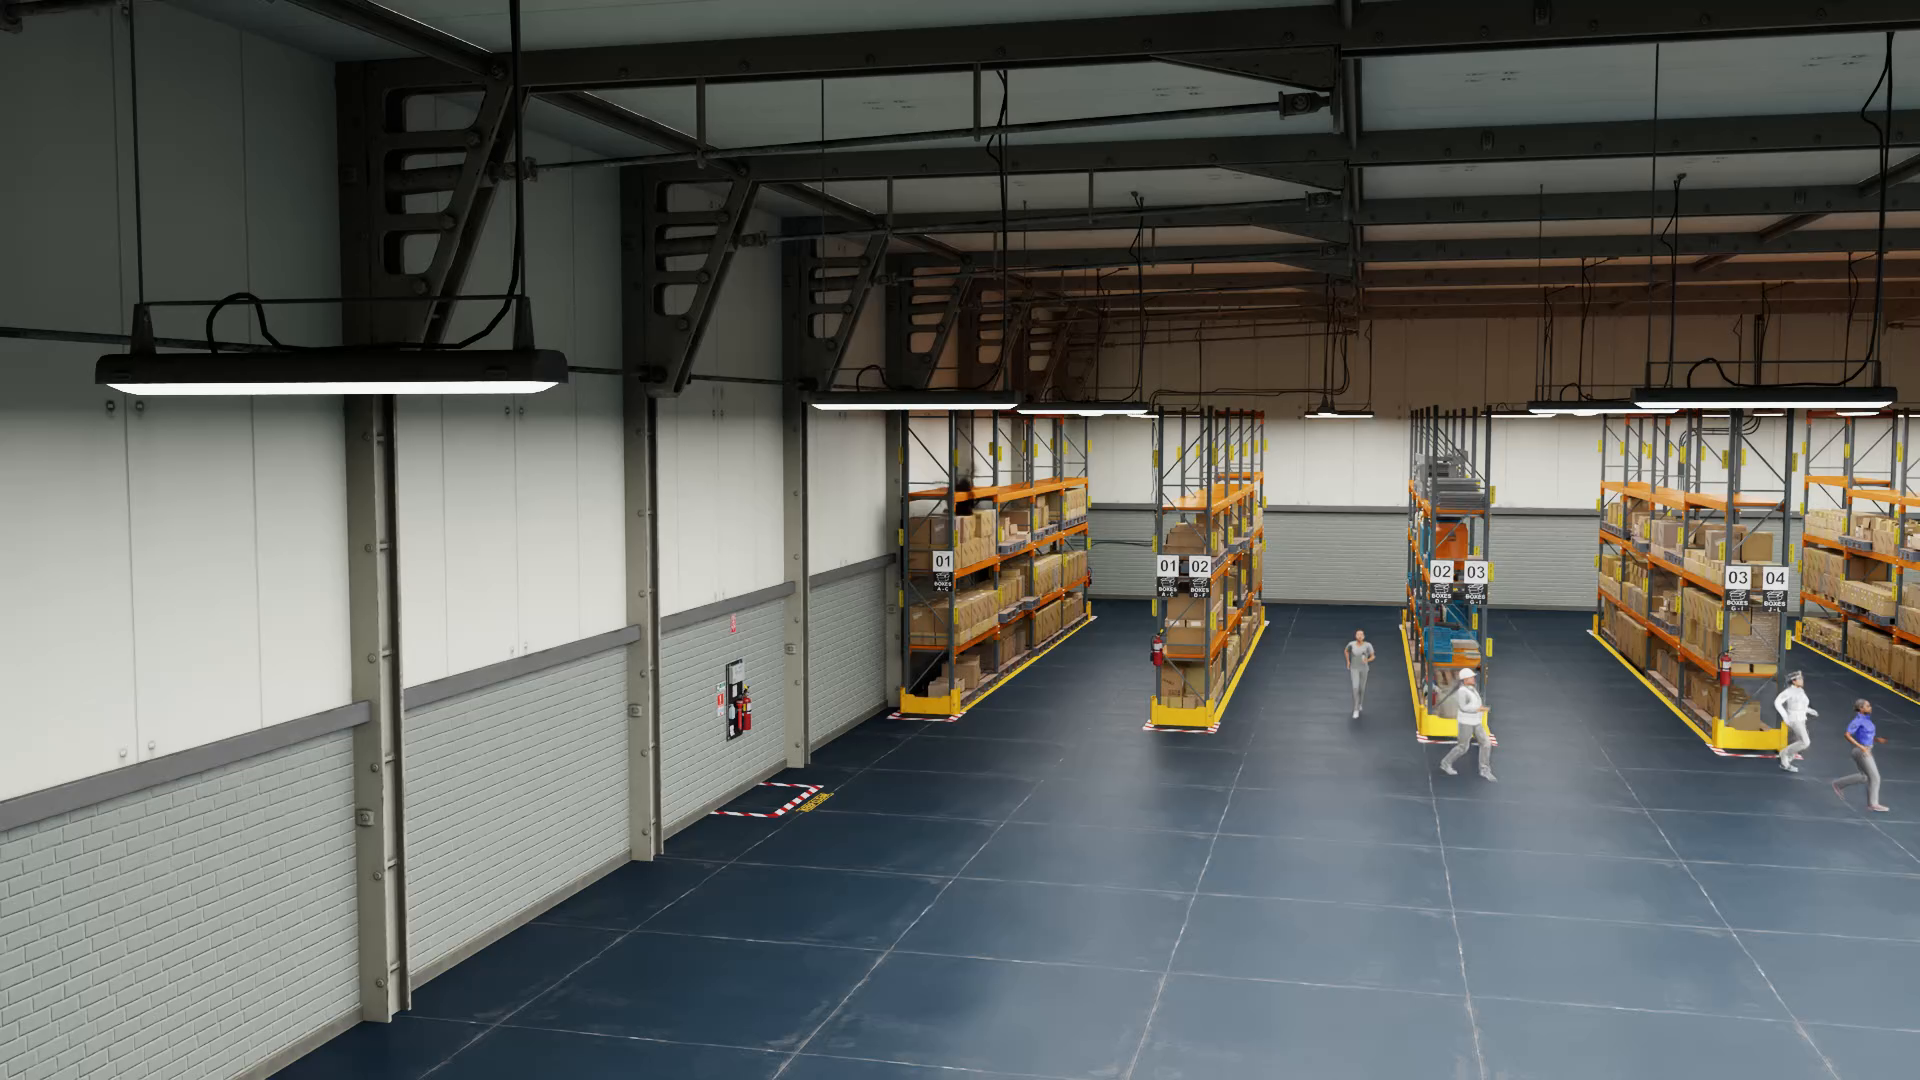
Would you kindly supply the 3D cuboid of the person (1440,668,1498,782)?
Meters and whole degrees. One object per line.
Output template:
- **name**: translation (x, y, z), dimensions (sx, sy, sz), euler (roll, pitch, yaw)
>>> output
- **person**: translation (8.143, 2.940, 26.557), dimensions (0.882, 1.799, 0.659), euler (4, 5, 41)

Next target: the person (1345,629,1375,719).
- **person**: translation (7.778, 2.569, 32.346), dimensions (0.559, 1.696, 0.839), euler (1, 4, 9)

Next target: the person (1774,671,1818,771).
- **person**: translation (13.658, 2.951, 27.081), dimensions (0.607, 1.659, 0.563), euler (-3, 5, -38)

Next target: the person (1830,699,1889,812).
- **person**: translation (13.278, 3.149, 24.525), dimensions (0.815, 1.621, 0.588), euler (3, 5, 40)
